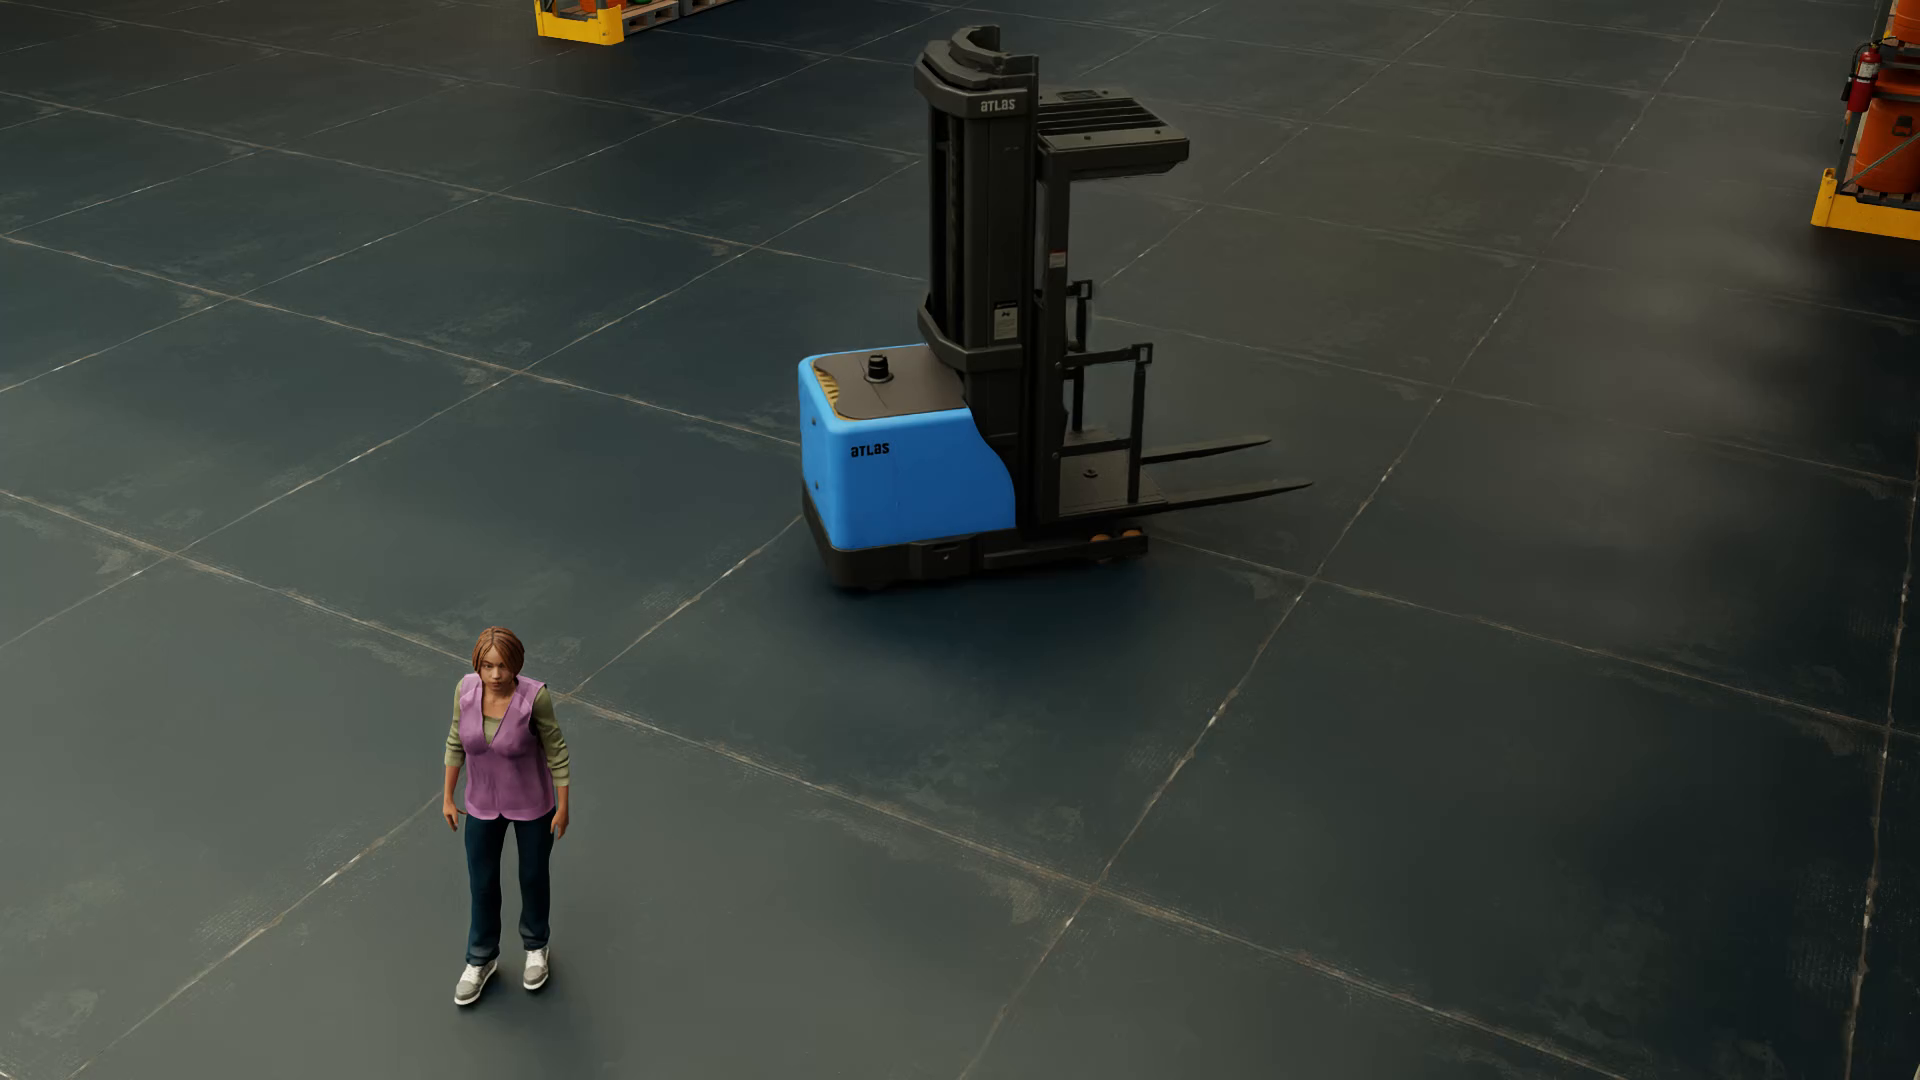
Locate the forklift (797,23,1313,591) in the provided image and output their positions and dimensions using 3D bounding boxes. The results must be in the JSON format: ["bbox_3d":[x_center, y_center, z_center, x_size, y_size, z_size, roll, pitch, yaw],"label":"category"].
[{"bbox_3d":[0.613,-1.381,9.463,3.031,2.935,1.130,-8,31,-14],"label":"forklift"}]

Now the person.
[{"bbox_3d":[-1.786,1.089,6.506,0.518,1.598,0.473,1,30,2],"label":"person"}]
